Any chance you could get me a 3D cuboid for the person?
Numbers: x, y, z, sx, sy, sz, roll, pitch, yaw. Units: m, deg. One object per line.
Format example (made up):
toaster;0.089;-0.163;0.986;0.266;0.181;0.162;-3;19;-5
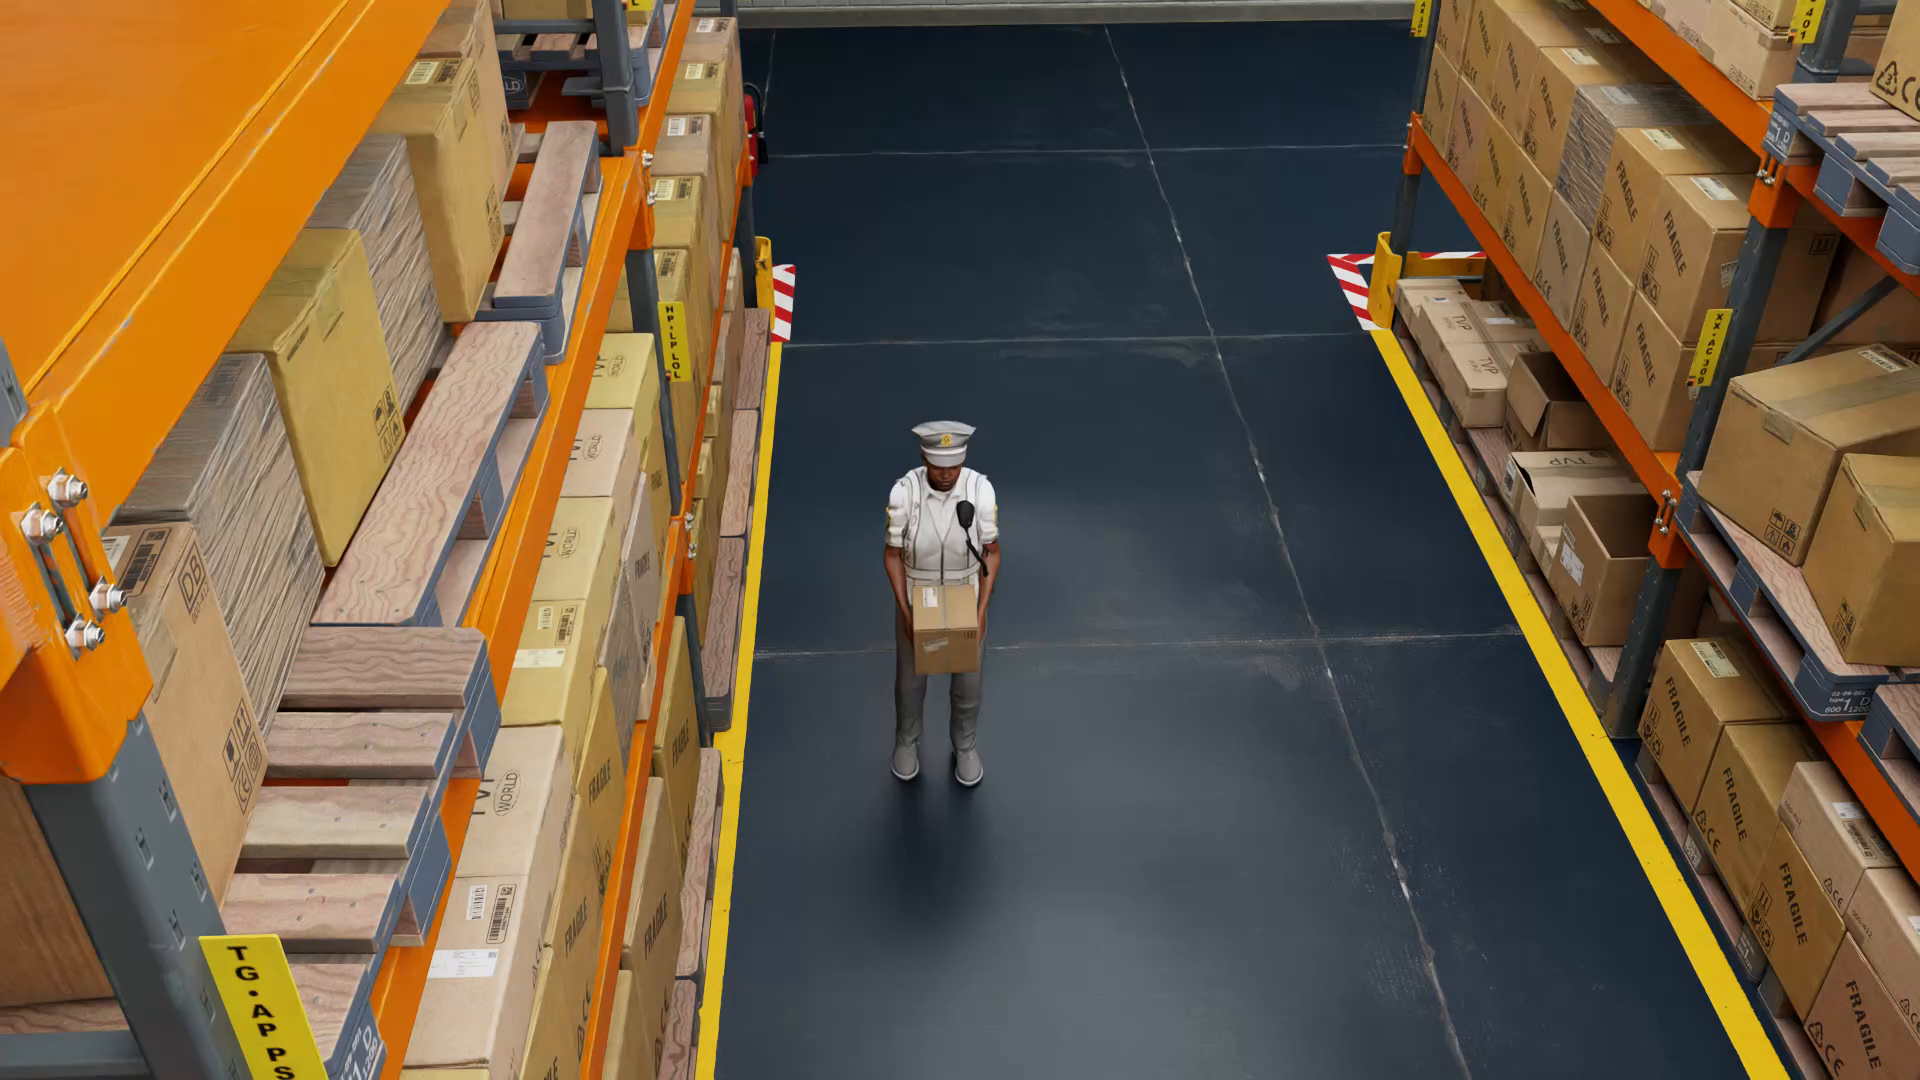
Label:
person;-0.068;0.268;6.744;0.474;1.689;0.465;-2;35;-3
